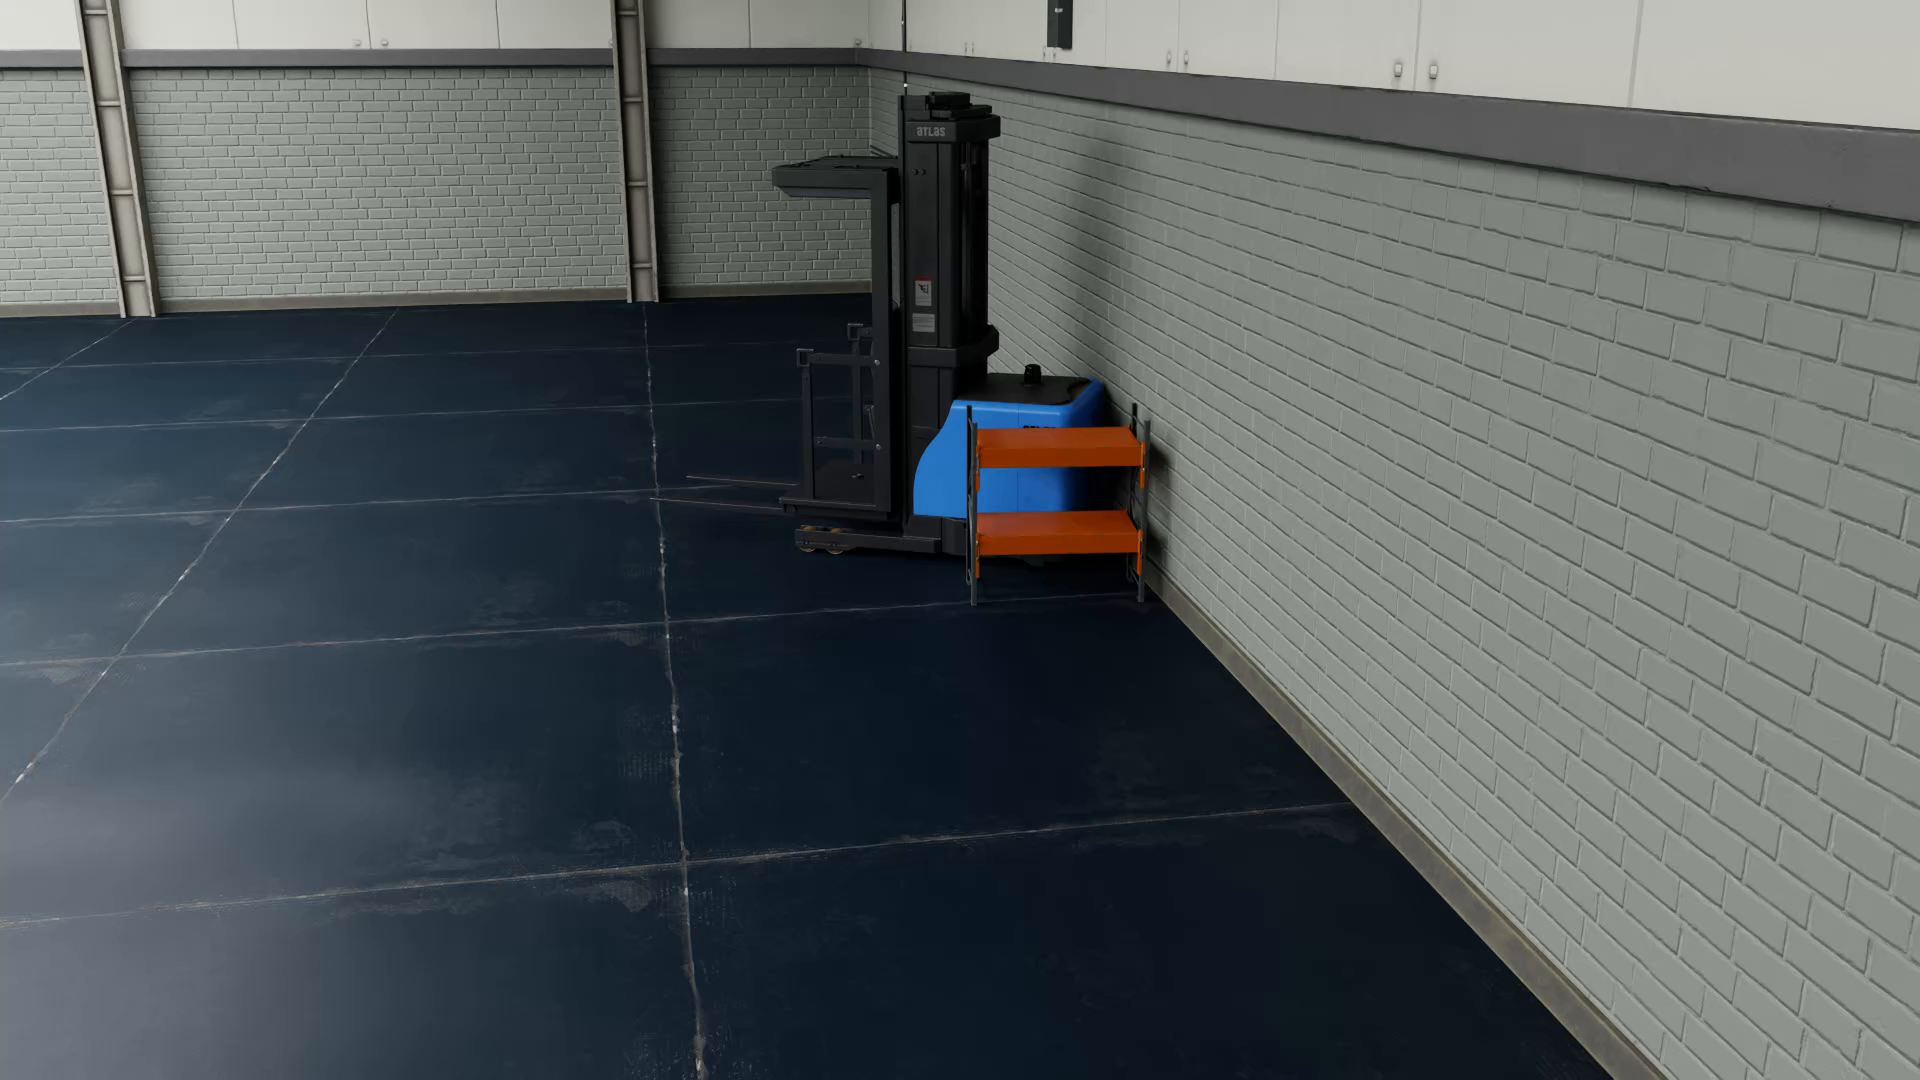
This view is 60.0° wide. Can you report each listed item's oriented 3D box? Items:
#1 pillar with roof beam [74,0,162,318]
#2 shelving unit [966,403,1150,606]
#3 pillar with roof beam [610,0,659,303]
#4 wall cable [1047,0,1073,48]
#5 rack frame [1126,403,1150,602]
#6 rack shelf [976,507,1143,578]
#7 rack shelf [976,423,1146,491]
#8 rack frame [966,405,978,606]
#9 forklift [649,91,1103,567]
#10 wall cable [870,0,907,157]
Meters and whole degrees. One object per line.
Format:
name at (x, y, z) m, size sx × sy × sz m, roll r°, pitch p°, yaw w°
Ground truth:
pillar with roof beam at (-9.132, -5.797, 14.858) m, size 0.400 × 9.000 × 9.100 m, roll -3°, pitch 17°, yaw -10°
shelving unit at (0.579, -0.224, 10.124) m, size 1.048 × 1.125 × 0.538 m, roll -1°, pitch 17°, yaw -3°
pillar with roof beam at (-3.241, -6.131, 15.946) m, size 0.400 × 9.000 × 9.100 m, roll -3°, pitch 17°, yaw -10°
wall cable at (0.871, -6.043, 9.867) m, size 0.169 × 6.003 × 2.305 m, roll -3°, pitch 17°, yaw -10°
rack frame at (1.086, -0.233, 10.154) m, size 0.032 × 1.125 × 0.500 m, roll -1°, pitch 17°, yaw -3°
rack shelf at (0.579, 0.010, 10.196) m, size 1.000 × 0.278 × 0.538 m, roll -1°, pitch 17°, yaw -3°
rack shelf at (0.579, -0.503, 10.038) m, size 1.000 × 0.278 × 0.538 m, roll -1°, pitch 17°, yaw -3°
rack frame at (0.071, -0.214, 10.094) m, size 0.032 × 1.125 × 0.500 m, roll -1°, pitch 17°, yaw -3°
forklift at (-0.600, -1.450, 11.041) m, size 3.031 × 2.935 × 1.130 m, roll 5°, pitch 18°, yaw 15°
wall cable at (-0.914, -5.671, 19.736) m, size 0.112 × 2.526 × 3.097 m, roll -3°, pitch 17°, yaw -10°
